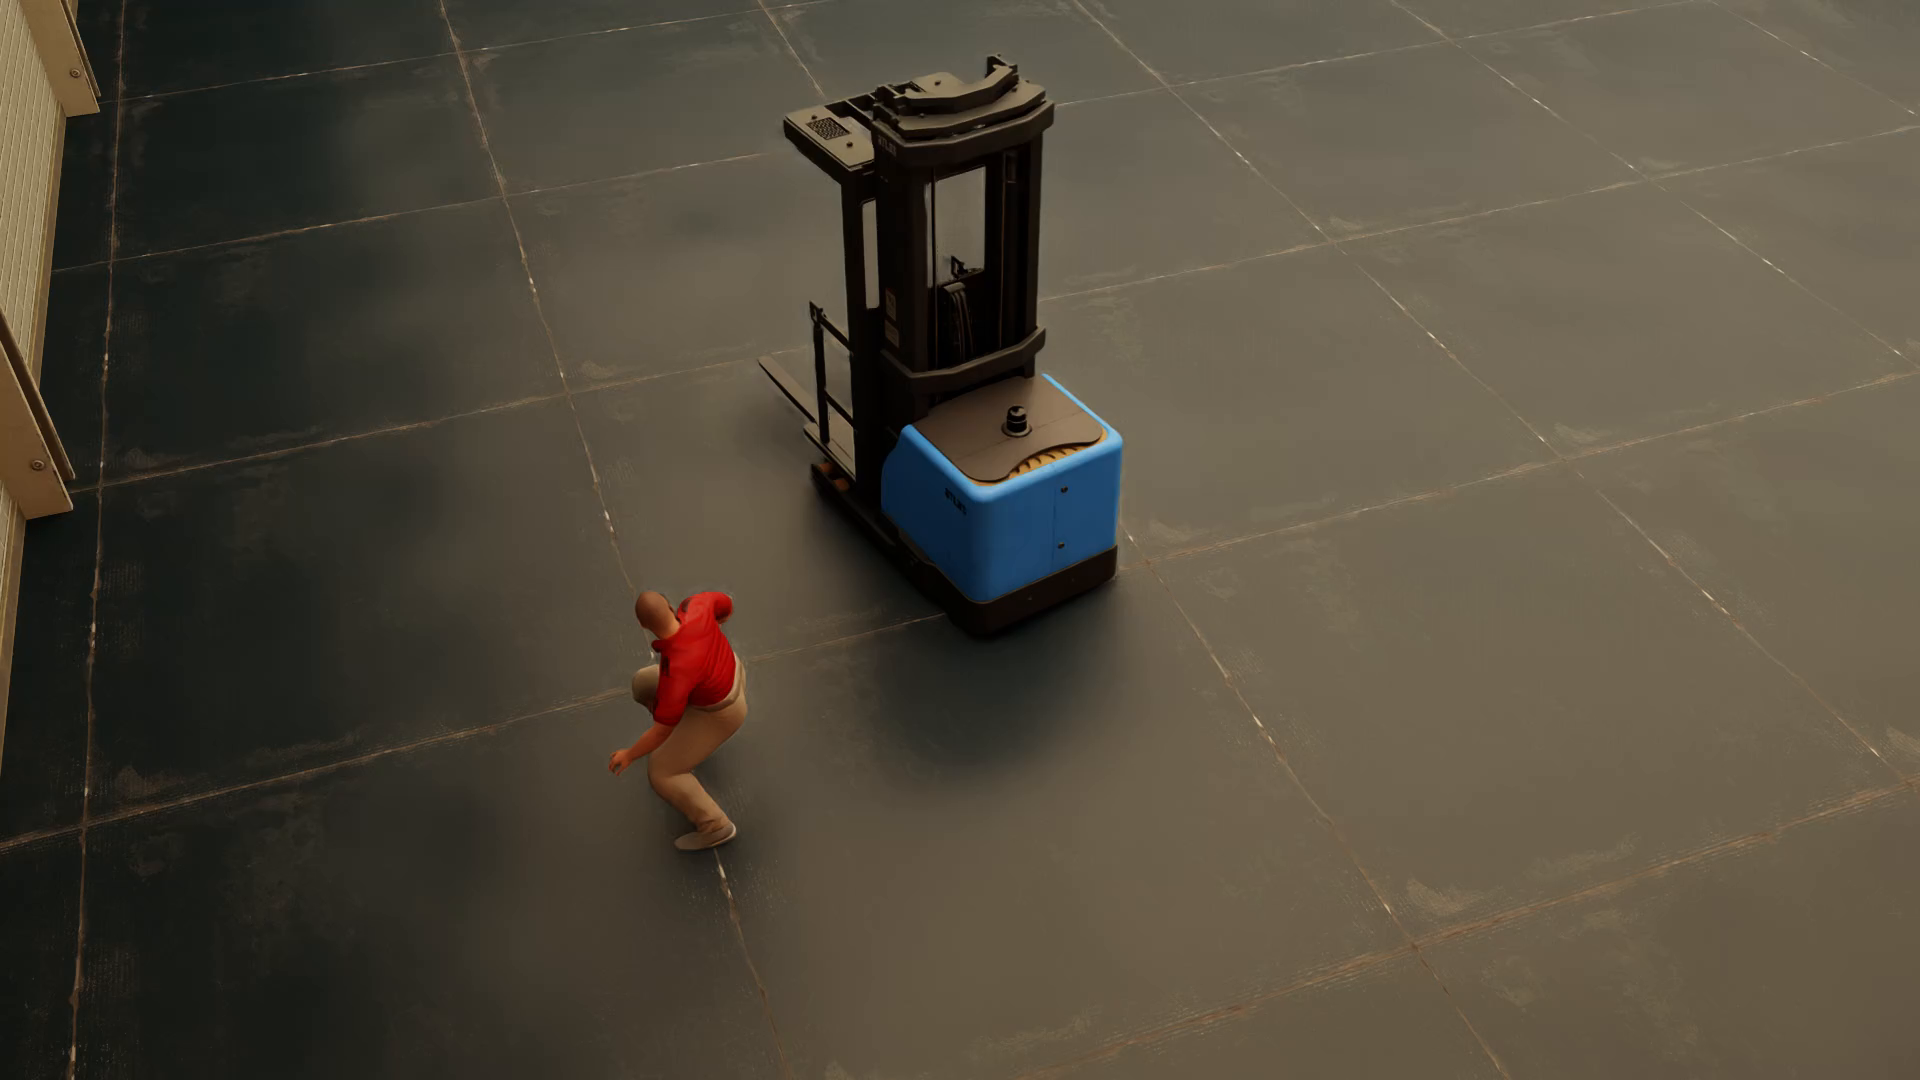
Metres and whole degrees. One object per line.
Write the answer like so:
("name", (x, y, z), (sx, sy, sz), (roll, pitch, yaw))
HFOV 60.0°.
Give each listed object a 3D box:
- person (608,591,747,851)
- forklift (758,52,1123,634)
("person", (-1.395, 0.777, 8.241), (0.669, 1.505, 0.794), (-1, 40, -2))
("forklift", (-0.289, -1.501, 9.784), (1.130, 2.935, 3.031), (-23, 45, -25))
